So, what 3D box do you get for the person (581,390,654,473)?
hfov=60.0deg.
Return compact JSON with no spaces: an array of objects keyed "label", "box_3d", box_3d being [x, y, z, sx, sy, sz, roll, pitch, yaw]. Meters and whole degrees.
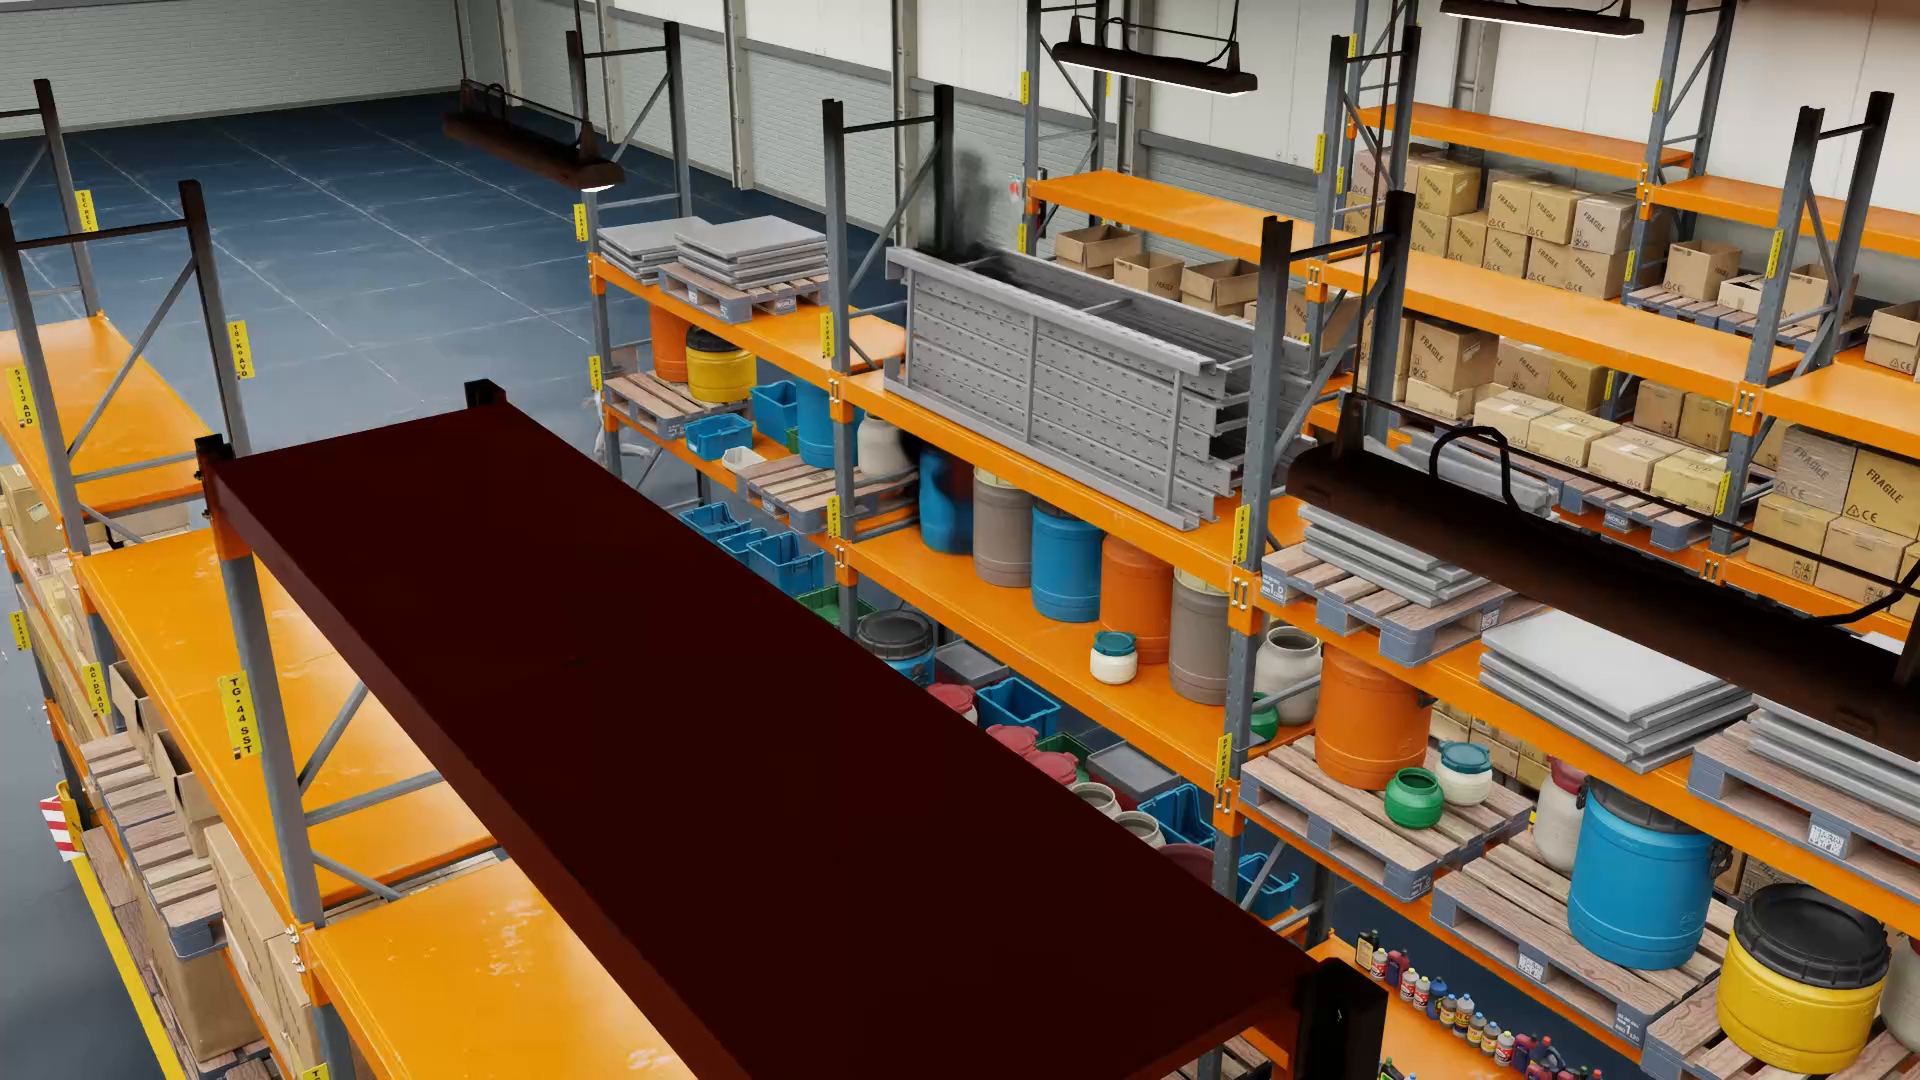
[{"label":"person","box_3d":[-4.119,-1.429,20.026,0.851,1.783,0.691,-8,26,-17]}]
